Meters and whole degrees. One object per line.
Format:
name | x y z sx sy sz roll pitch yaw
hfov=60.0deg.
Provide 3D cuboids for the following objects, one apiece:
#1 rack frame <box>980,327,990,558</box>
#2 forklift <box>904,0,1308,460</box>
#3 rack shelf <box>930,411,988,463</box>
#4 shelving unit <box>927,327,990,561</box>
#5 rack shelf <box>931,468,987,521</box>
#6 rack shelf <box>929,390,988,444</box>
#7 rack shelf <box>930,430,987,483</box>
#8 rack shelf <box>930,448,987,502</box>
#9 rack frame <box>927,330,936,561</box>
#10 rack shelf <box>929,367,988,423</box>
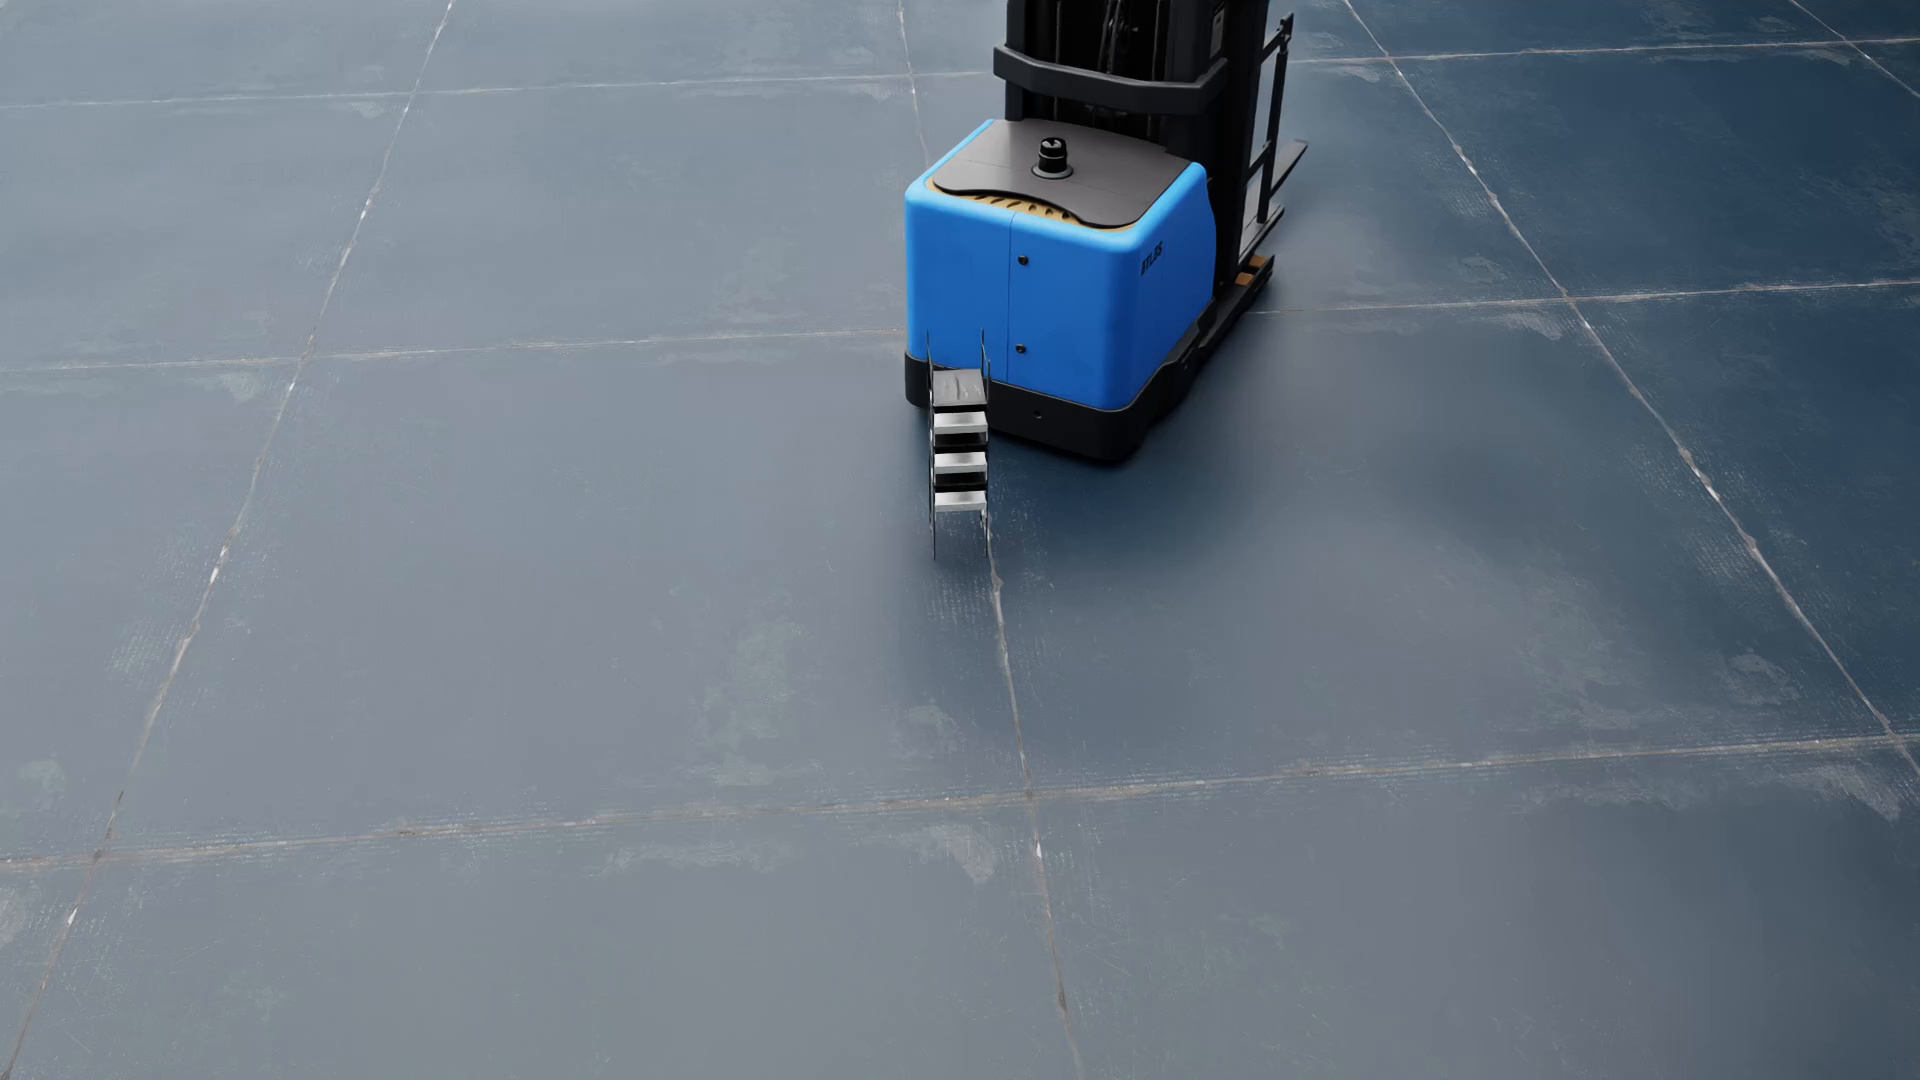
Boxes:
rack frame | 0.093 -0.358 6.322 0.006 0.900 0.240 -3 38 -4
forklift | 0.882 -2.386 7.253 1.130 2.935 3.031 18 42 21
rack shelf | -0.008 -0.397 6.280 0.200 0.077 0.258 -3 38 -4
shelving unit | -0.008 -0.353 6.315 0.210 0.900 0.258 -3 38 -4
rack shelf | -0.008 -0.185 6.447 0.200 0.077 0.258 -3 38 -4
rack shelf | -0.008 -0.468 6.224 0.200 0.077 0.258 -3 38 -4
rack shelf | -0.008 -0.327 6.336 0.200 0.077 0.258 -3 38 -4
rack shelf | -0.008 -0.256 6.392 0.200 0.077 0.258 -3 38 -4
rack frame | -0.109 -0.347 6.308 0.006 0.900 0.240 -3 38 -4
rack shelf | -0.008 -0.539 6.169 0.200 0.077 0.258 -3 38 -4
